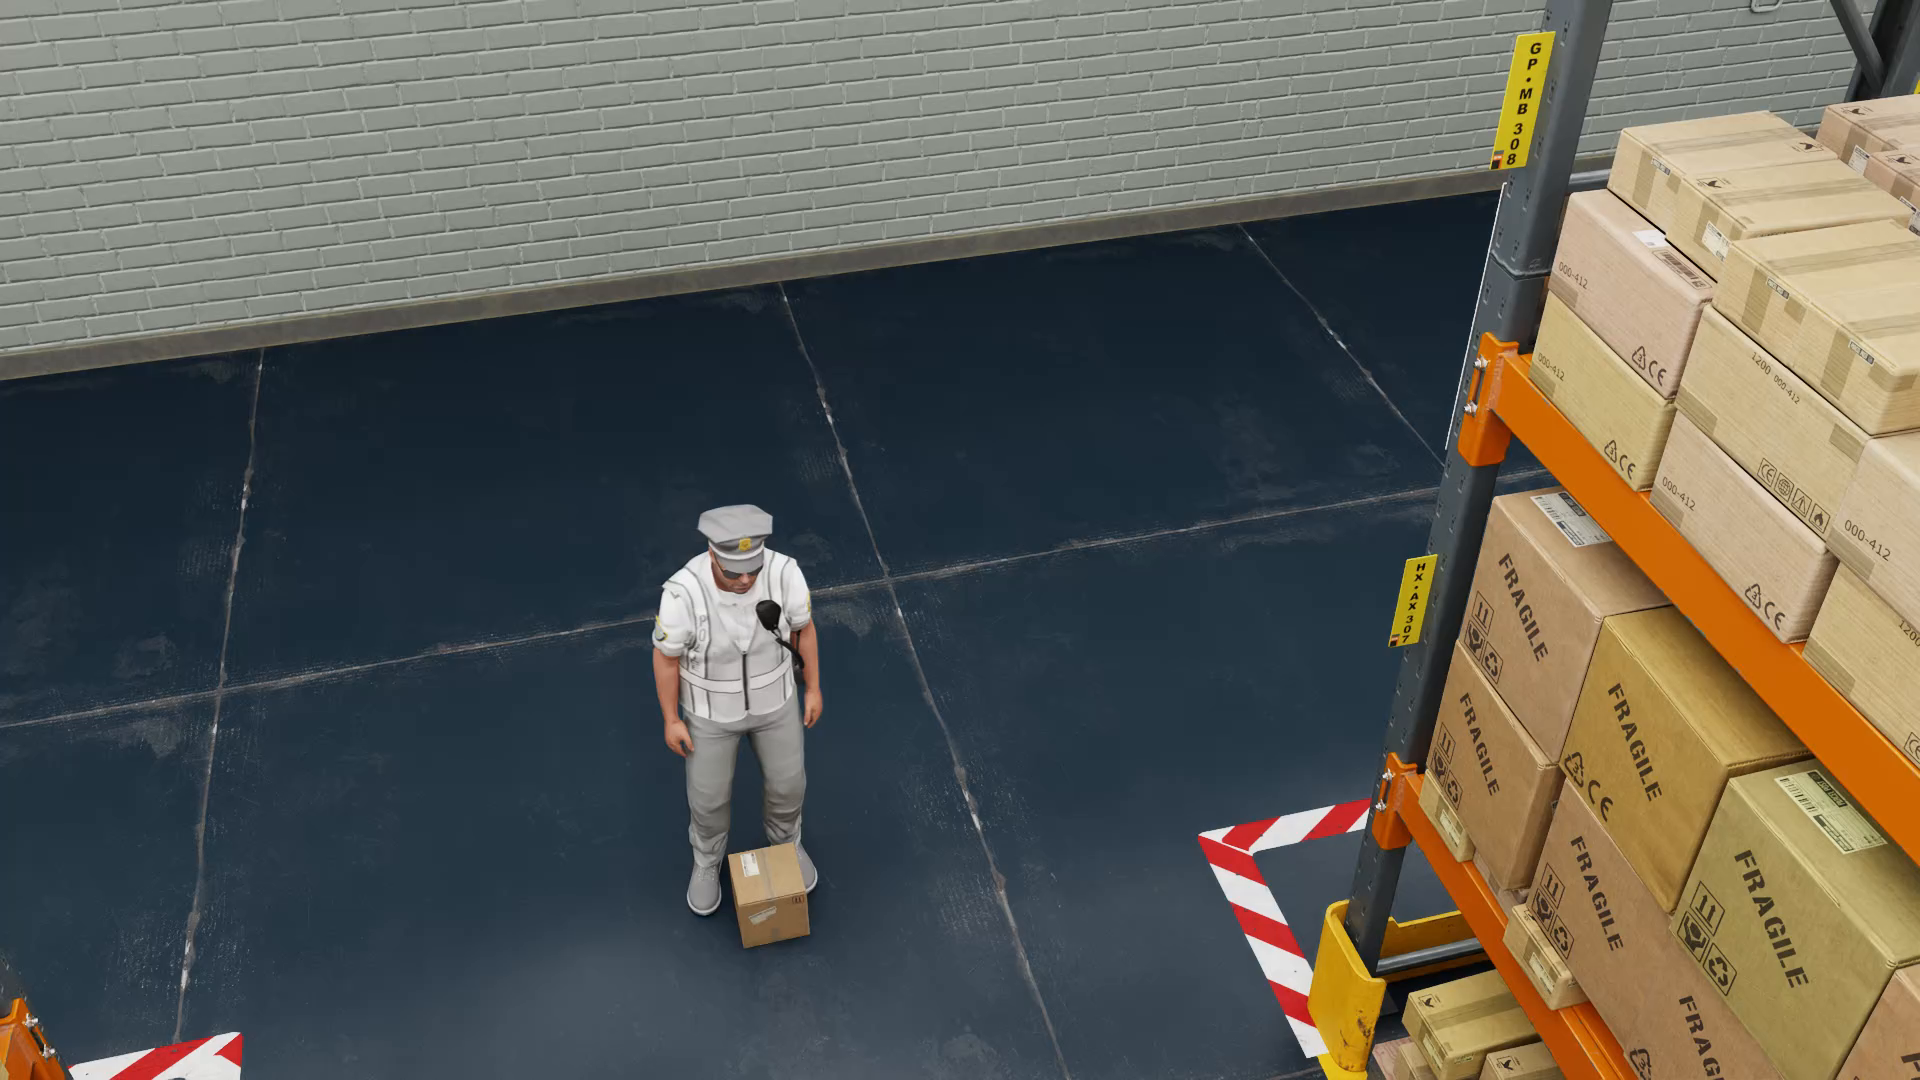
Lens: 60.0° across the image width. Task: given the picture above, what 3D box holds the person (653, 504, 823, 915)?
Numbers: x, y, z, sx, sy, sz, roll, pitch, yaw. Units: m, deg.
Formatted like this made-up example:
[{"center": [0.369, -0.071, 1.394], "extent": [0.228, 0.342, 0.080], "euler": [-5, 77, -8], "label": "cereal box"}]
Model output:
[{"center": [-0.789, 0.575, 5.971], "extent": [0.602, 1.747, 0.448], "euler": [-12, 39, -15], "label": "person"}]
